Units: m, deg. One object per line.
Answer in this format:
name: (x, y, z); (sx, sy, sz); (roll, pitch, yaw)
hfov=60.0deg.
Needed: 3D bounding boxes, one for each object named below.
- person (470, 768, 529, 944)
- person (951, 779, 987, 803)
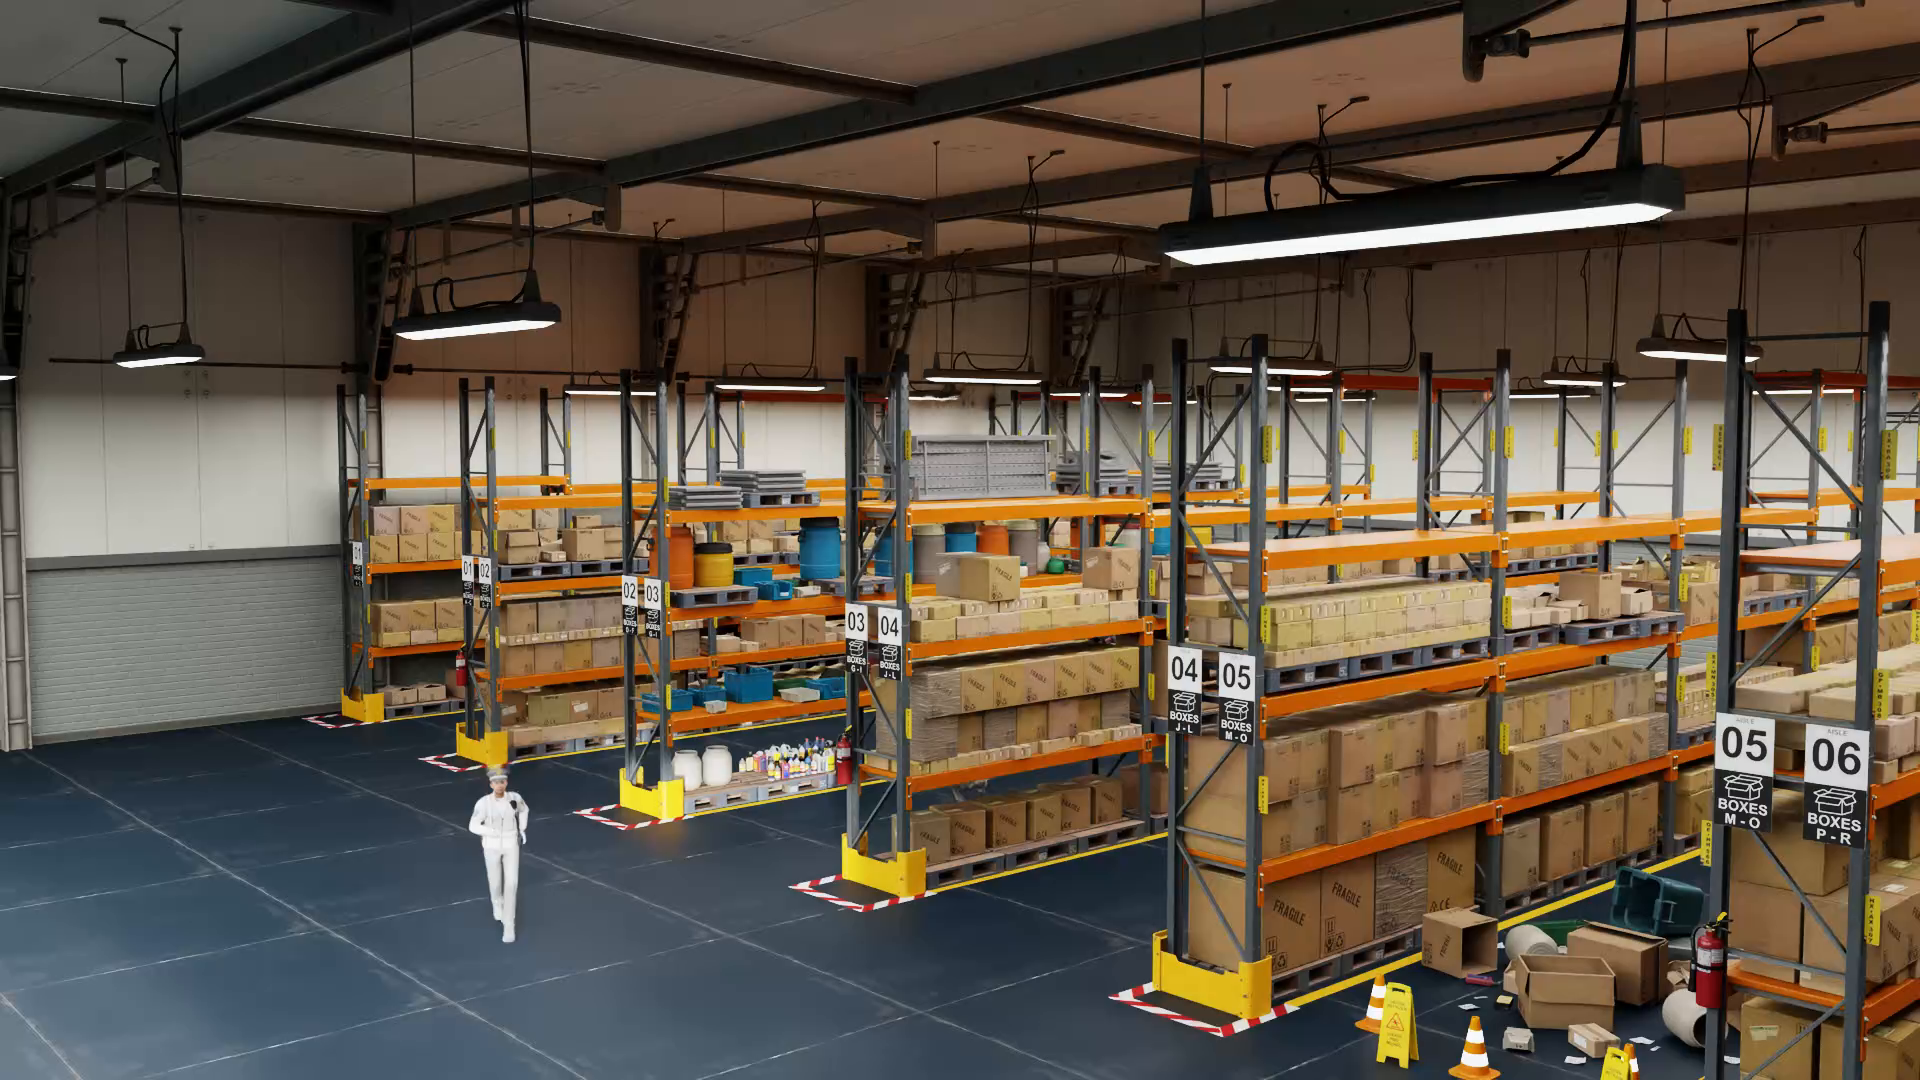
person: (-4.725, 3.182, 17.097); (0.600, 1.724, 0.896); (-1, 4, -17)
person: (0.102, 2.953, 22.212); (0.567, 1.565, 0.665); (3, 5, 41)
